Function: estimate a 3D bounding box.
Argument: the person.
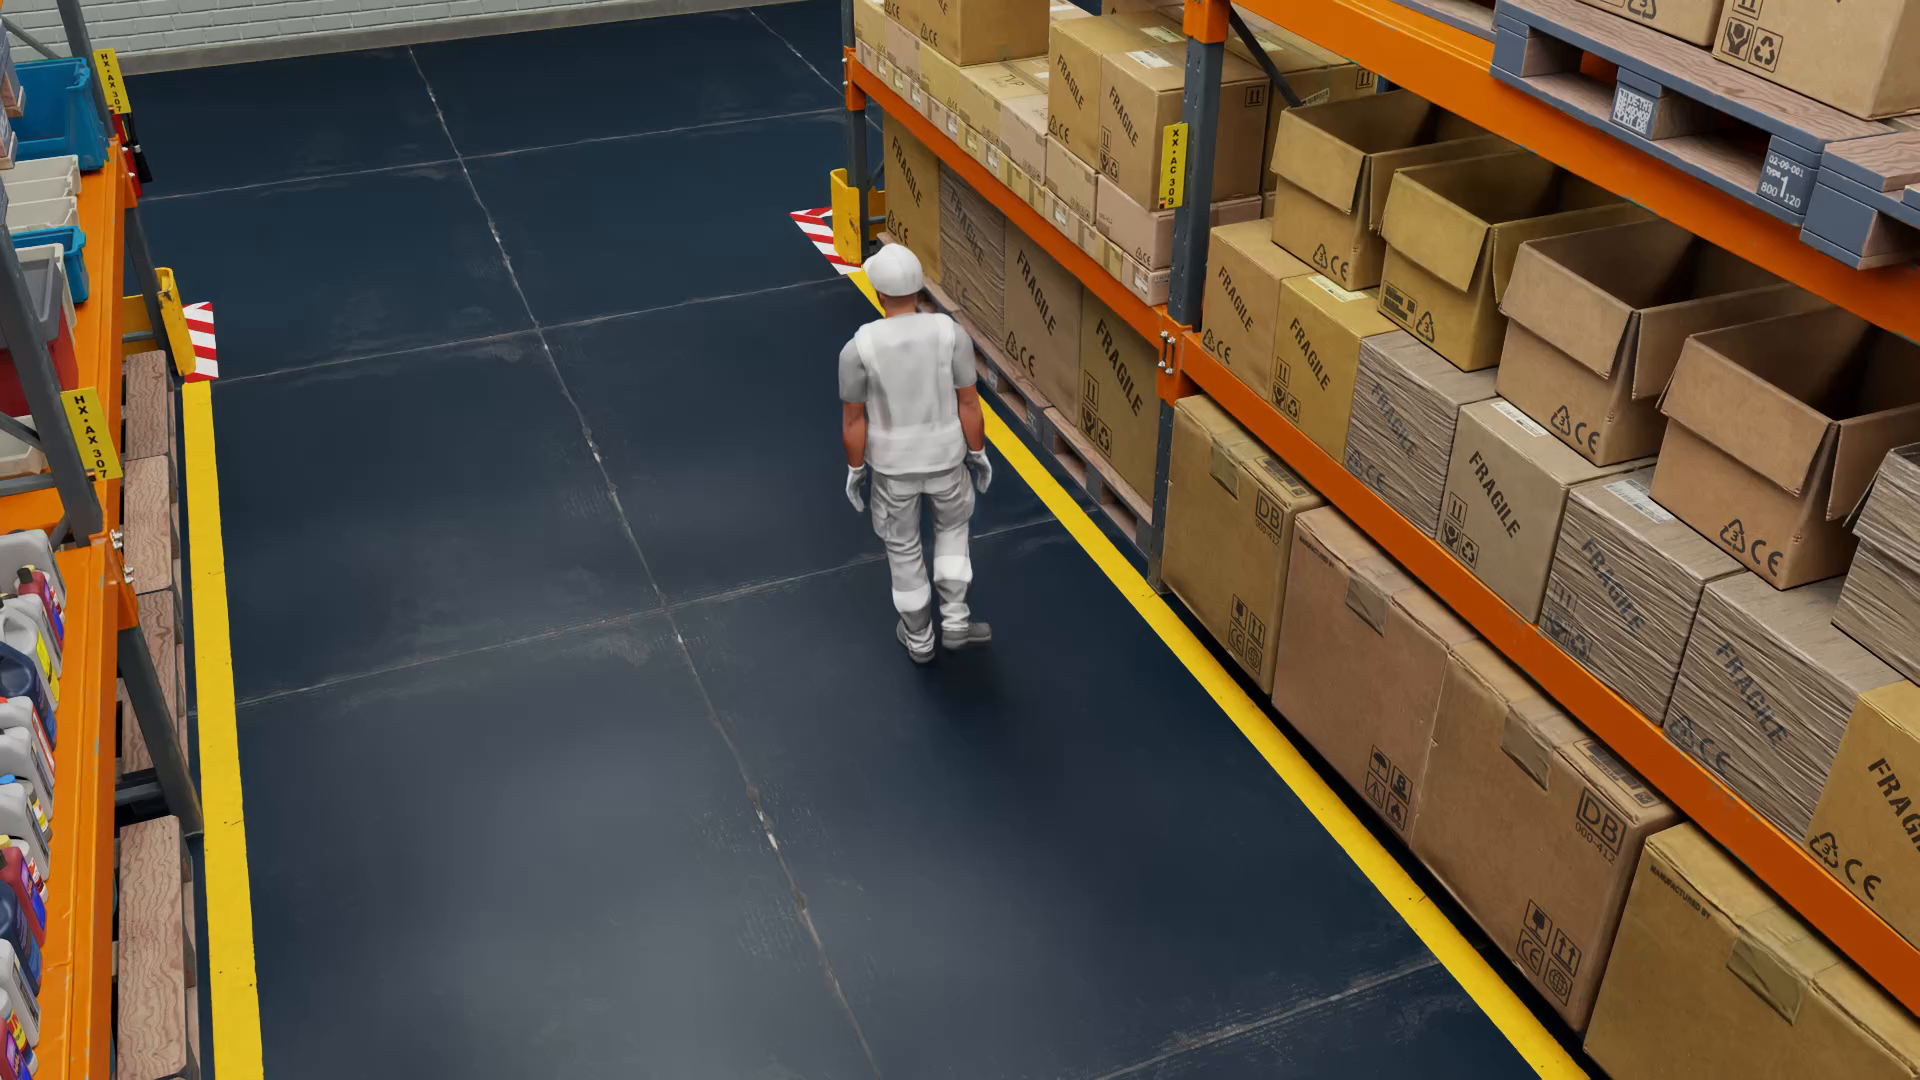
[{"bbox_3d":[-0.165,-0.284,6.542,0.588,1.780,0.558,-6,34,-9],"label":"person"}]
